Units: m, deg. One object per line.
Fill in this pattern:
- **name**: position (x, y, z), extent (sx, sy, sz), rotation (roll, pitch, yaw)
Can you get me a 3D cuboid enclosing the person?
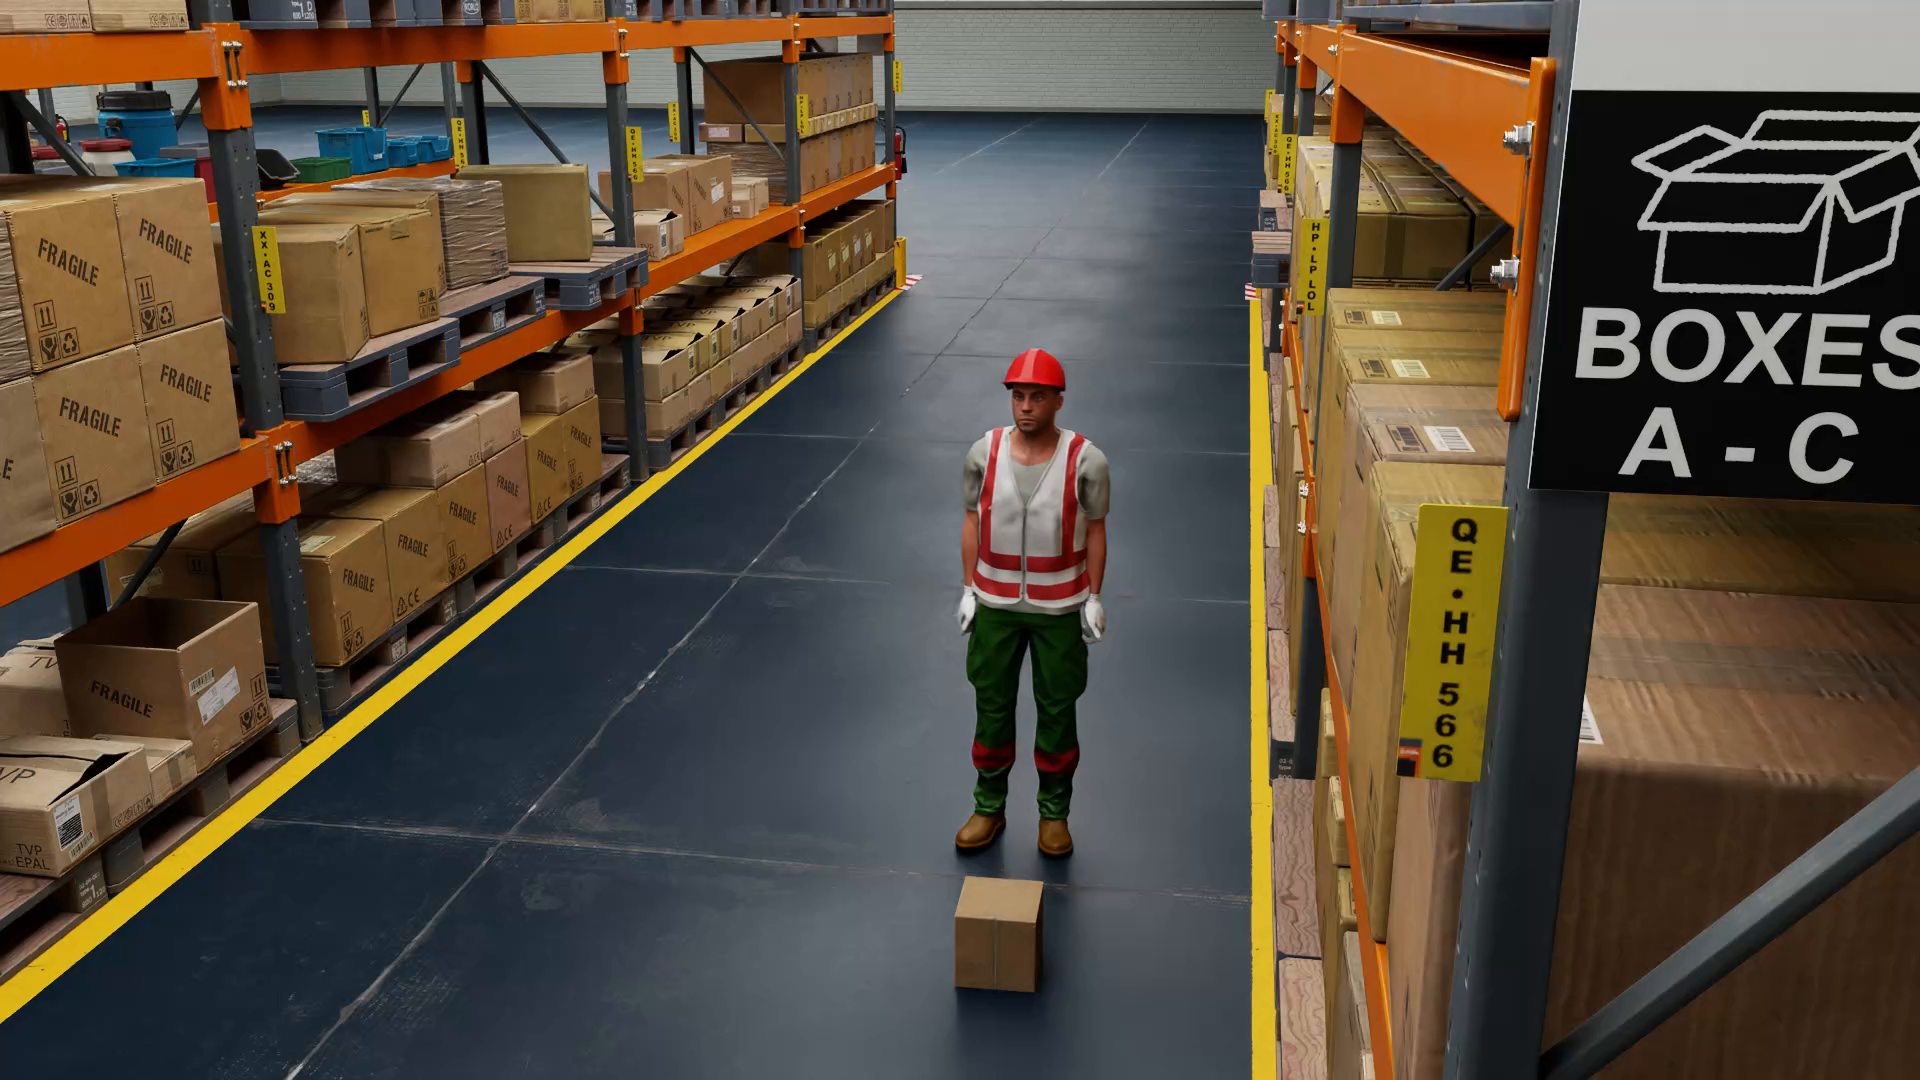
- **person**: position (0.247, 0.229, 5.788), extent (0.526, 1.795, 0.364), rotation (3, 18, 9)
